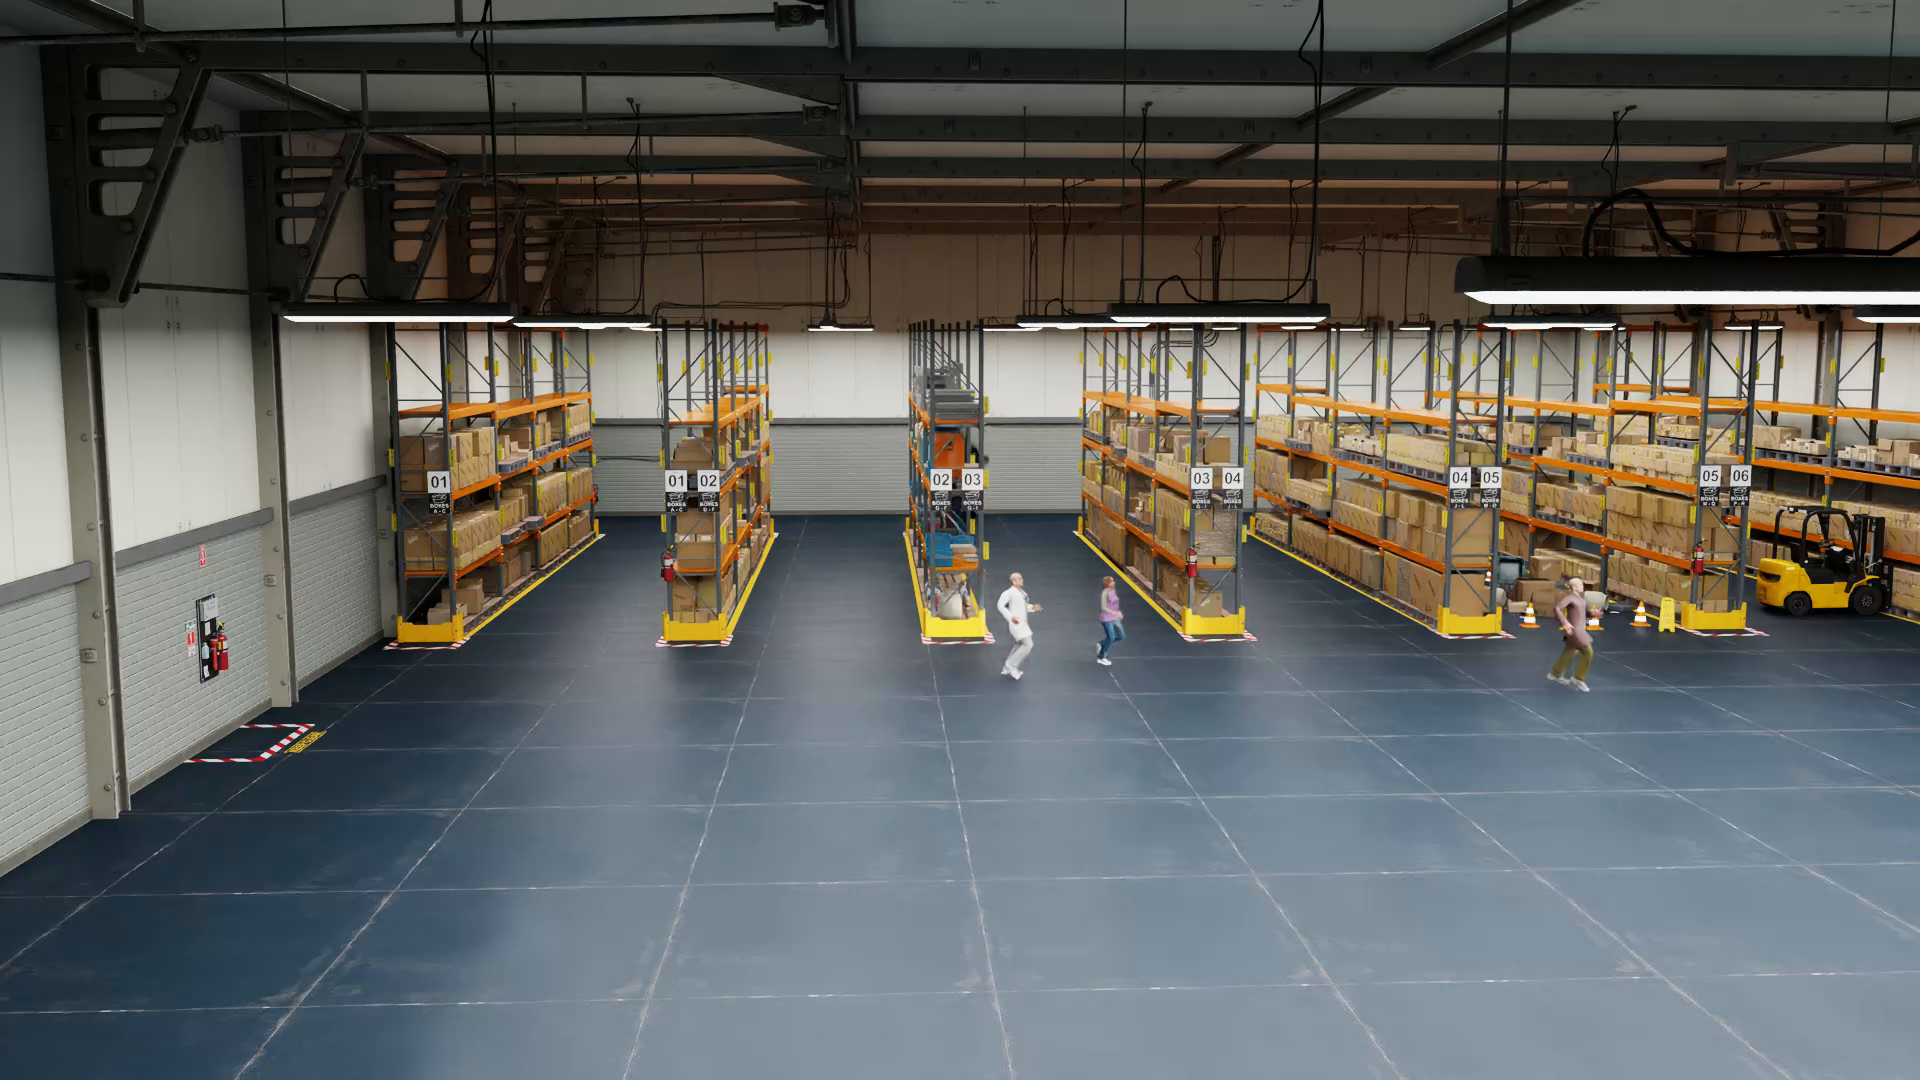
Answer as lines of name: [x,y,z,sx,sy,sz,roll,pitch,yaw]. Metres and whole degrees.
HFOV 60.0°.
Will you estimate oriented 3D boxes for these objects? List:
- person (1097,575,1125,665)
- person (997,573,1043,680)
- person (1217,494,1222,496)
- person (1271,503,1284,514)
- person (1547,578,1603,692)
person: [2.633,1.391,28.922,0.537,1.566,0.539,4,8,30]
person: [1.016,1.437,27.716,0.691,1.774,0.689,2,7,19]
person: [7.442,-1.050,48.622,0.773,1.547,0.567,6,9,39]
person: [9.622,-1.168,49.286,0.693,1.713,0.560,-1,7,-4]
person: [9.944,1.530,26.901,0.825,1.842,0.668,4,8,27]
